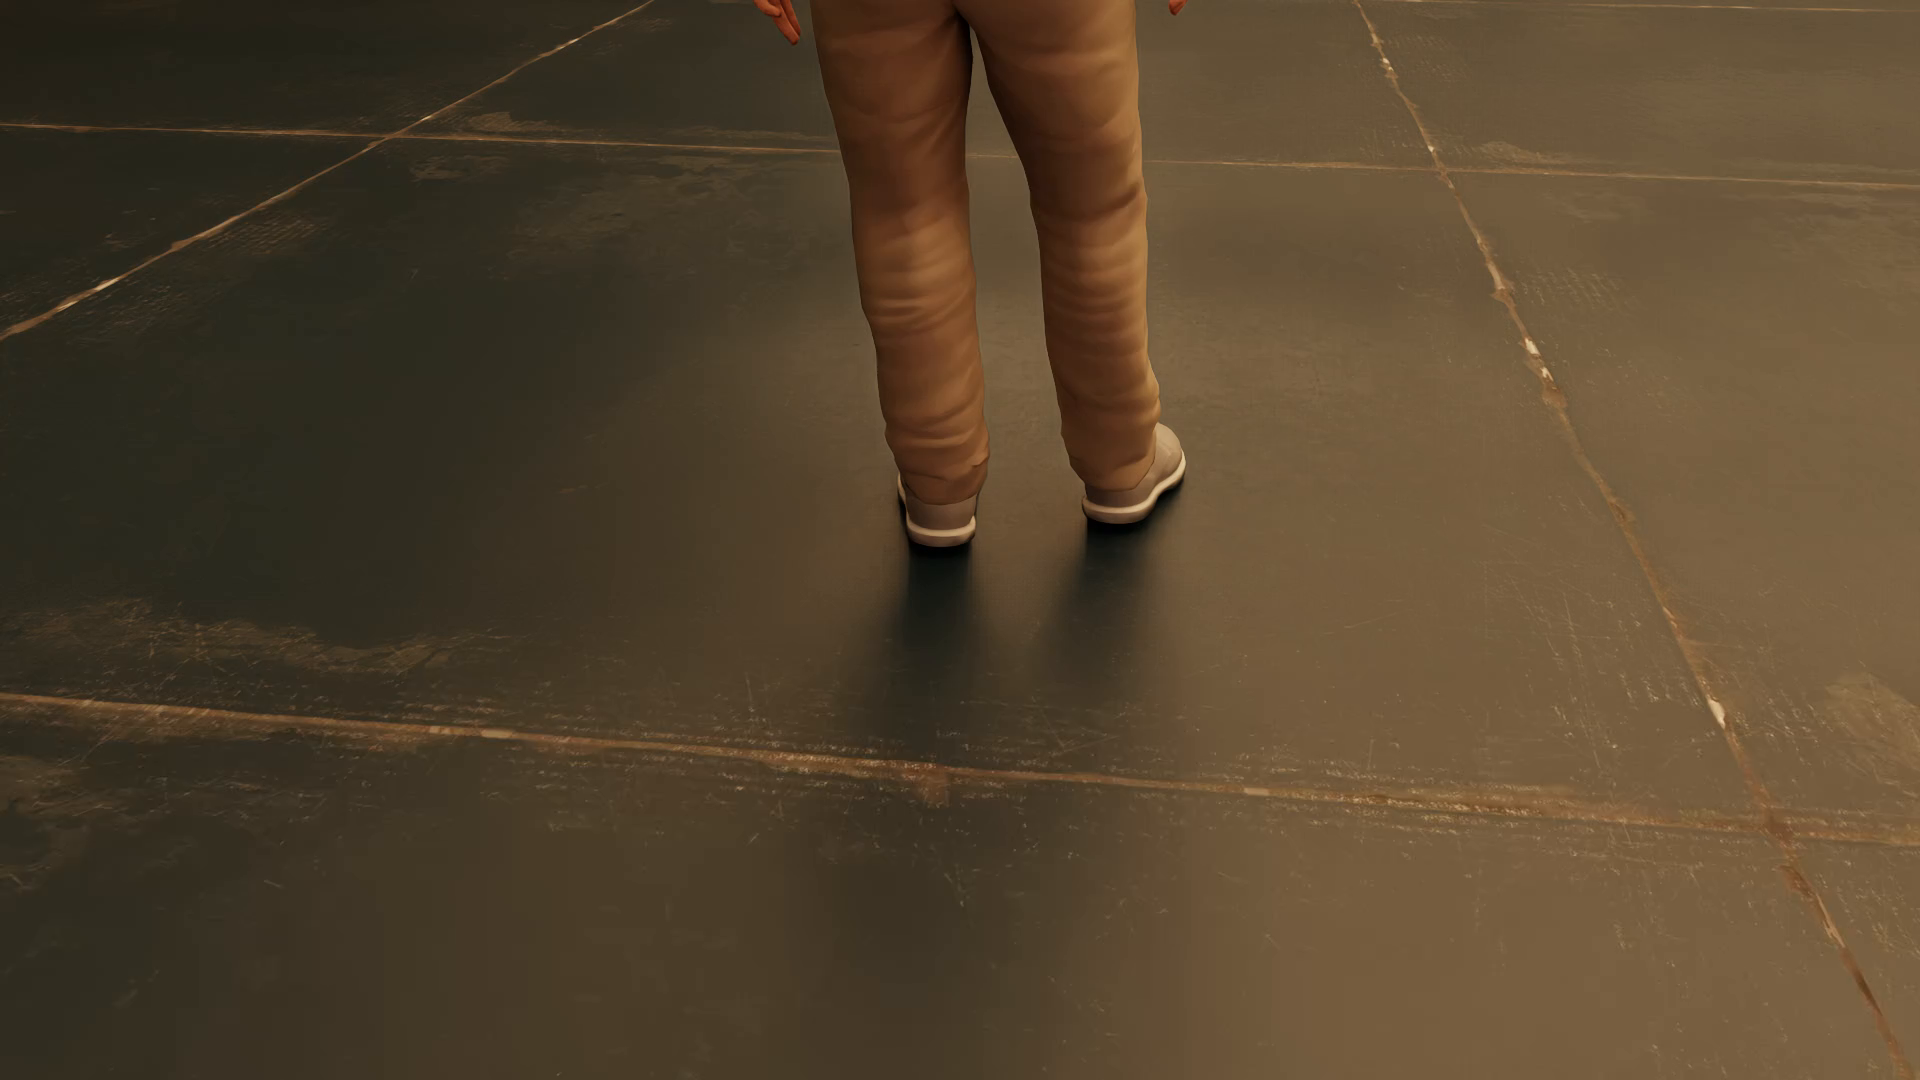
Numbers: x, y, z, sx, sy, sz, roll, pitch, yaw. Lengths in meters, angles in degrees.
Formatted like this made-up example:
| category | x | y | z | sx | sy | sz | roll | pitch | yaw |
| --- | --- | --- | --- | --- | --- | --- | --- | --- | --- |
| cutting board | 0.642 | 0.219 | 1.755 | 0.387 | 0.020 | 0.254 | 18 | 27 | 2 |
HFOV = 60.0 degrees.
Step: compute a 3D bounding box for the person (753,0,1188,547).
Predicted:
| category | x | y | z | sx | sy | sz | roll | pitch | yaw |
| --- | --- | --- | --- | --- | --- | --- | --- | --- | --- |
| person | 0.024 | -0.819 | 2.189 | 0.640 | 1.727 | 0.551 | 3 | 27 | 7 |
